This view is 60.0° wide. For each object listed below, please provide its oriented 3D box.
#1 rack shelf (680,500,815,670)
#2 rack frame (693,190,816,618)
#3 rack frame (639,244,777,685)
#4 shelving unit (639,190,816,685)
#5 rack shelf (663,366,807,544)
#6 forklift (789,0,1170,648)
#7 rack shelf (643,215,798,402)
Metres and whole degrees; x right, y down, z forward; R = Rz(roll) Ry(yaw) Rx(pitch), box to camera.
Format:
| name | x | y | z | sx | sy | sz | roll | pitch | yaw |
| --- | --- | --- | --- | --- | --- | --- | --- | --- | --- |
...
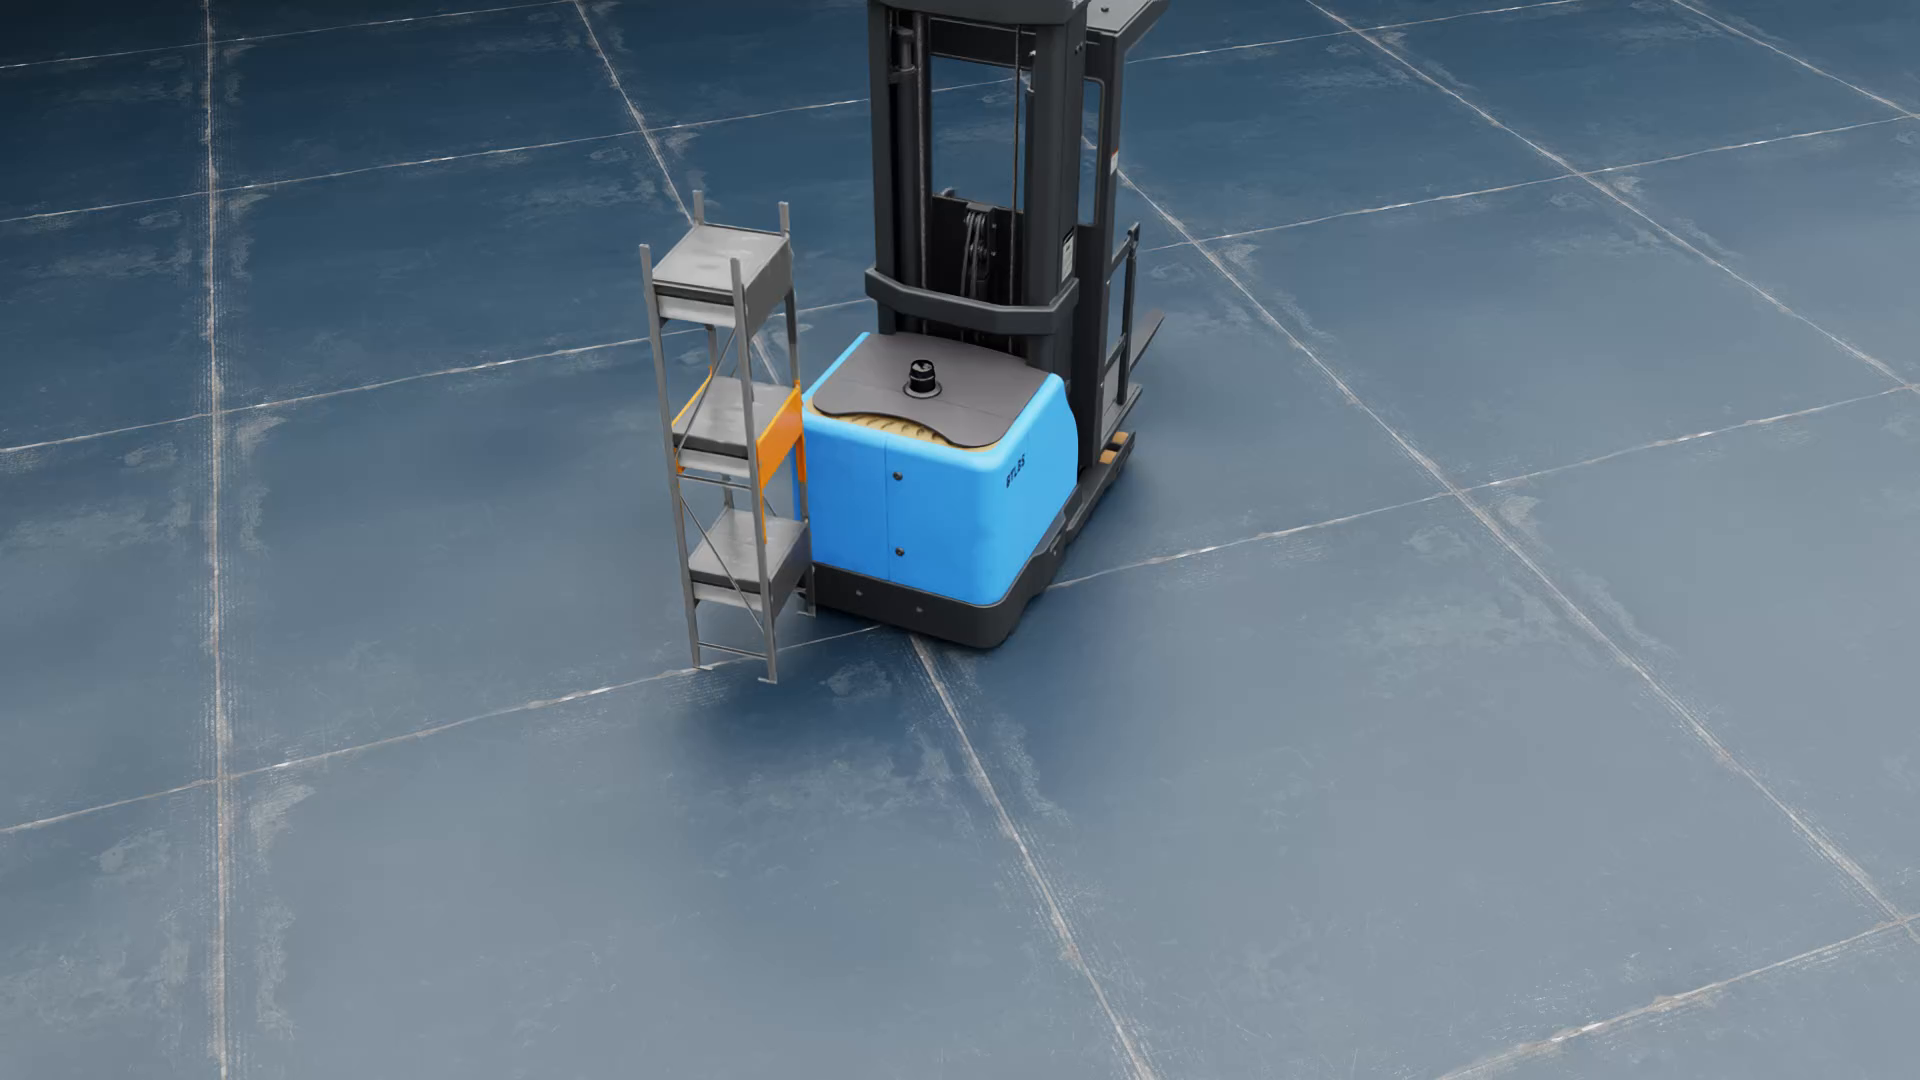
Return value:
| name | x | y | z | sx | sy | sz | roll | pitch | yaw |
| --- | --- | --- | --- | --- | --- | --- | --- | --- | --- |
| rack shelf | -0.937 | 0.198 | 7.429 | 0.431 | 0.518 | 0.480 | 10 | 38 | 13 |
| rack frame | -0.867 | -0.513 | 7.186 | 0.400 | 2.100 | 0.015 | 10 | 38 | 13 |
| rack frame | -1.007 | -0.232 | 6.813 | 0.400 | 2.100 | 0.015 | 10 | 38 | 13 |
| shelving unit | -0.937 | -0.372 | 6.999 | 0.431 | 2.100 | 0.503 | 10 | 38 | 13 |
| rack shelf | -0.937 | -0.362 | 7.008 | 0.431 | 0.518 | 0.480 | 10 | 38 | 13 |
| forklift | 0.278 | -1.566 | 7.893 | 1.130 | 2.935 | 3.031 | 15 | 39 | 18 |
| rack shelf | -0.937 | -0.921 | 6.586 | 0.431 | 0.518 | 0.480 | 10 | 38 | 13 |
